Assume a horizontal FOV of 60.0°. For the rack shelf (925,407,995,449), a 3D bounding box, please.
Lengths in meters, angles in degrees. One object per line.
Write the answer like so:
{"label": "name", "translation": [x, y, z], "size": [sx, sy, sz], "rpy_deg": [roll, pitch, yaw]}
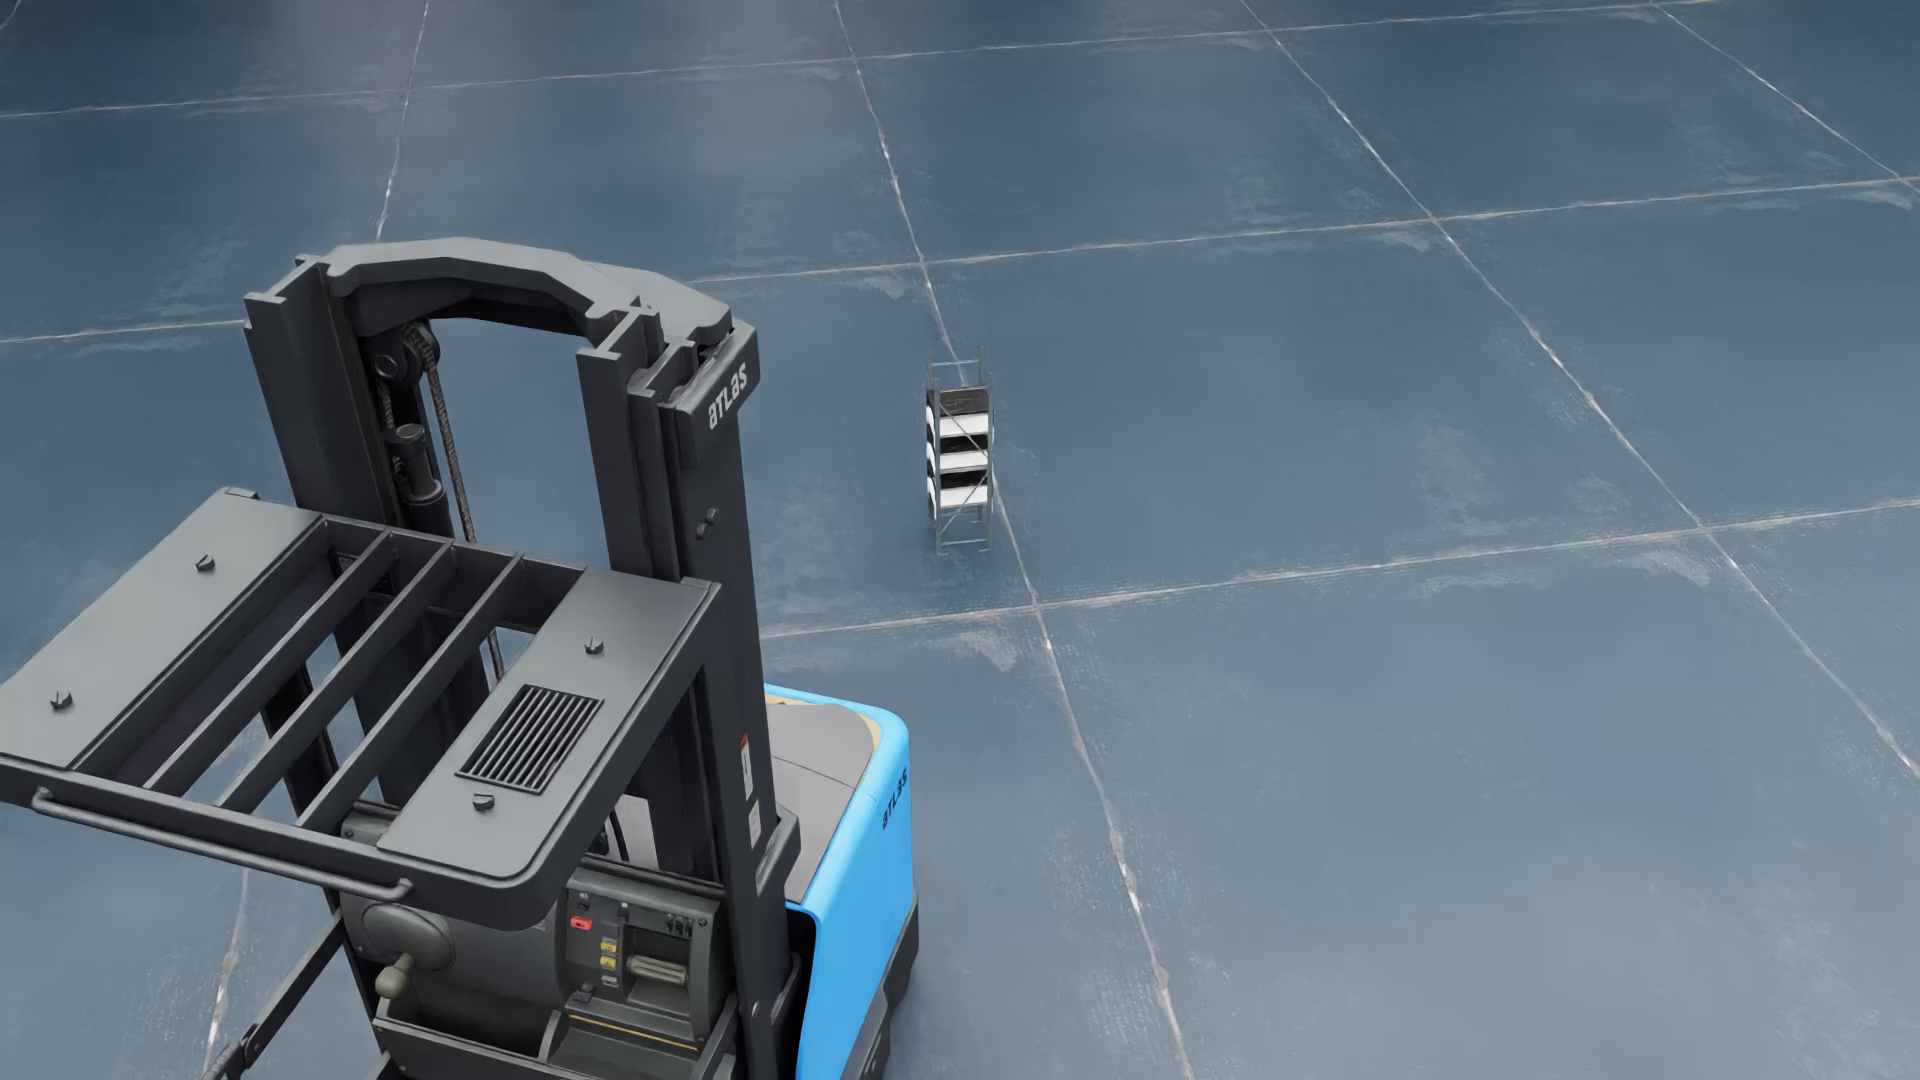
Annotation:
{"label": "rack shelf", "translation": [-0.001, -0.476, 6.890], "size": [0.258, 0.077, 0.200], "rpy_deg": [-6, 38, -8]}

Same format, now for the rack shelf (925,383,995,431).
{"label": "rack shelf", "translation": [-0.001, -0.547, 6.835], "size": [0.258, 0.077, 0.200], "rpy_deg": [-6, 38, -8]}

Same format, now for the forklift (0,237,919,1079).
{"label": "forklift", "translation": [-1.048, 0.975, 3.606], "size": [1.130, 2.935, 3.031], "rpy_deg": [10, 39, 13]}

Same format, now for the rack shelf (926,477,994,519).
{"label": "rack shelf", "translation": [-0.001, -0.192, 7.111], "size": [0.258, 0.077, 0.200], "rpy_deg": [-6, 38, -8]}

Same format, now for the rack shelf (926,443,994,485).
{"label": "rack shelf", "translation": [-0.001, -0.334, 7.001], "size": [0.258, 0.077, 0.200], "rpy_deg": [-6, 38, -8]}

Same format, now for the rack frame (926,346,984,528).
{"label": "rack frame", "translation": [-0.019, -0.422, 7.059], "size": [0.240, 0.900, 0.006], "rpy_deg": [-6, 38, -8]}

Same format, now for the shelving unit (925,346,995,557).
{"label": "shelving unit", "translation": [-0.001, -0.360, 6.980], "size": [0.258, 0.900, 0.210], "rpy_deg": [-6, 38, -8]}

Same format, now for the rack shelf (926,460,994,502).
{"label": "rack shelf", "translation": [-0.001, -0.263, 7.056], "size": [0.258, 0.077, 0.200], "rpy_deg": [-6, 38, -8]}

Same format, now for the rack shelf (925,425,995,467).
{"label": "rack shelf", "translation": [-0.001, -0.405, 6.945], "size": [0.258, 0.077, 0.200], "rpy_deg": [-6, 38, -8]}

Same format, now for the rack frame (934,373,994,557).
{"label": "rack frame", "translation": [0.016, -0.299, 6.901], "size": [0.240, 0.900, 0.006], "rpy_deg": [-6, 38, -8]}
